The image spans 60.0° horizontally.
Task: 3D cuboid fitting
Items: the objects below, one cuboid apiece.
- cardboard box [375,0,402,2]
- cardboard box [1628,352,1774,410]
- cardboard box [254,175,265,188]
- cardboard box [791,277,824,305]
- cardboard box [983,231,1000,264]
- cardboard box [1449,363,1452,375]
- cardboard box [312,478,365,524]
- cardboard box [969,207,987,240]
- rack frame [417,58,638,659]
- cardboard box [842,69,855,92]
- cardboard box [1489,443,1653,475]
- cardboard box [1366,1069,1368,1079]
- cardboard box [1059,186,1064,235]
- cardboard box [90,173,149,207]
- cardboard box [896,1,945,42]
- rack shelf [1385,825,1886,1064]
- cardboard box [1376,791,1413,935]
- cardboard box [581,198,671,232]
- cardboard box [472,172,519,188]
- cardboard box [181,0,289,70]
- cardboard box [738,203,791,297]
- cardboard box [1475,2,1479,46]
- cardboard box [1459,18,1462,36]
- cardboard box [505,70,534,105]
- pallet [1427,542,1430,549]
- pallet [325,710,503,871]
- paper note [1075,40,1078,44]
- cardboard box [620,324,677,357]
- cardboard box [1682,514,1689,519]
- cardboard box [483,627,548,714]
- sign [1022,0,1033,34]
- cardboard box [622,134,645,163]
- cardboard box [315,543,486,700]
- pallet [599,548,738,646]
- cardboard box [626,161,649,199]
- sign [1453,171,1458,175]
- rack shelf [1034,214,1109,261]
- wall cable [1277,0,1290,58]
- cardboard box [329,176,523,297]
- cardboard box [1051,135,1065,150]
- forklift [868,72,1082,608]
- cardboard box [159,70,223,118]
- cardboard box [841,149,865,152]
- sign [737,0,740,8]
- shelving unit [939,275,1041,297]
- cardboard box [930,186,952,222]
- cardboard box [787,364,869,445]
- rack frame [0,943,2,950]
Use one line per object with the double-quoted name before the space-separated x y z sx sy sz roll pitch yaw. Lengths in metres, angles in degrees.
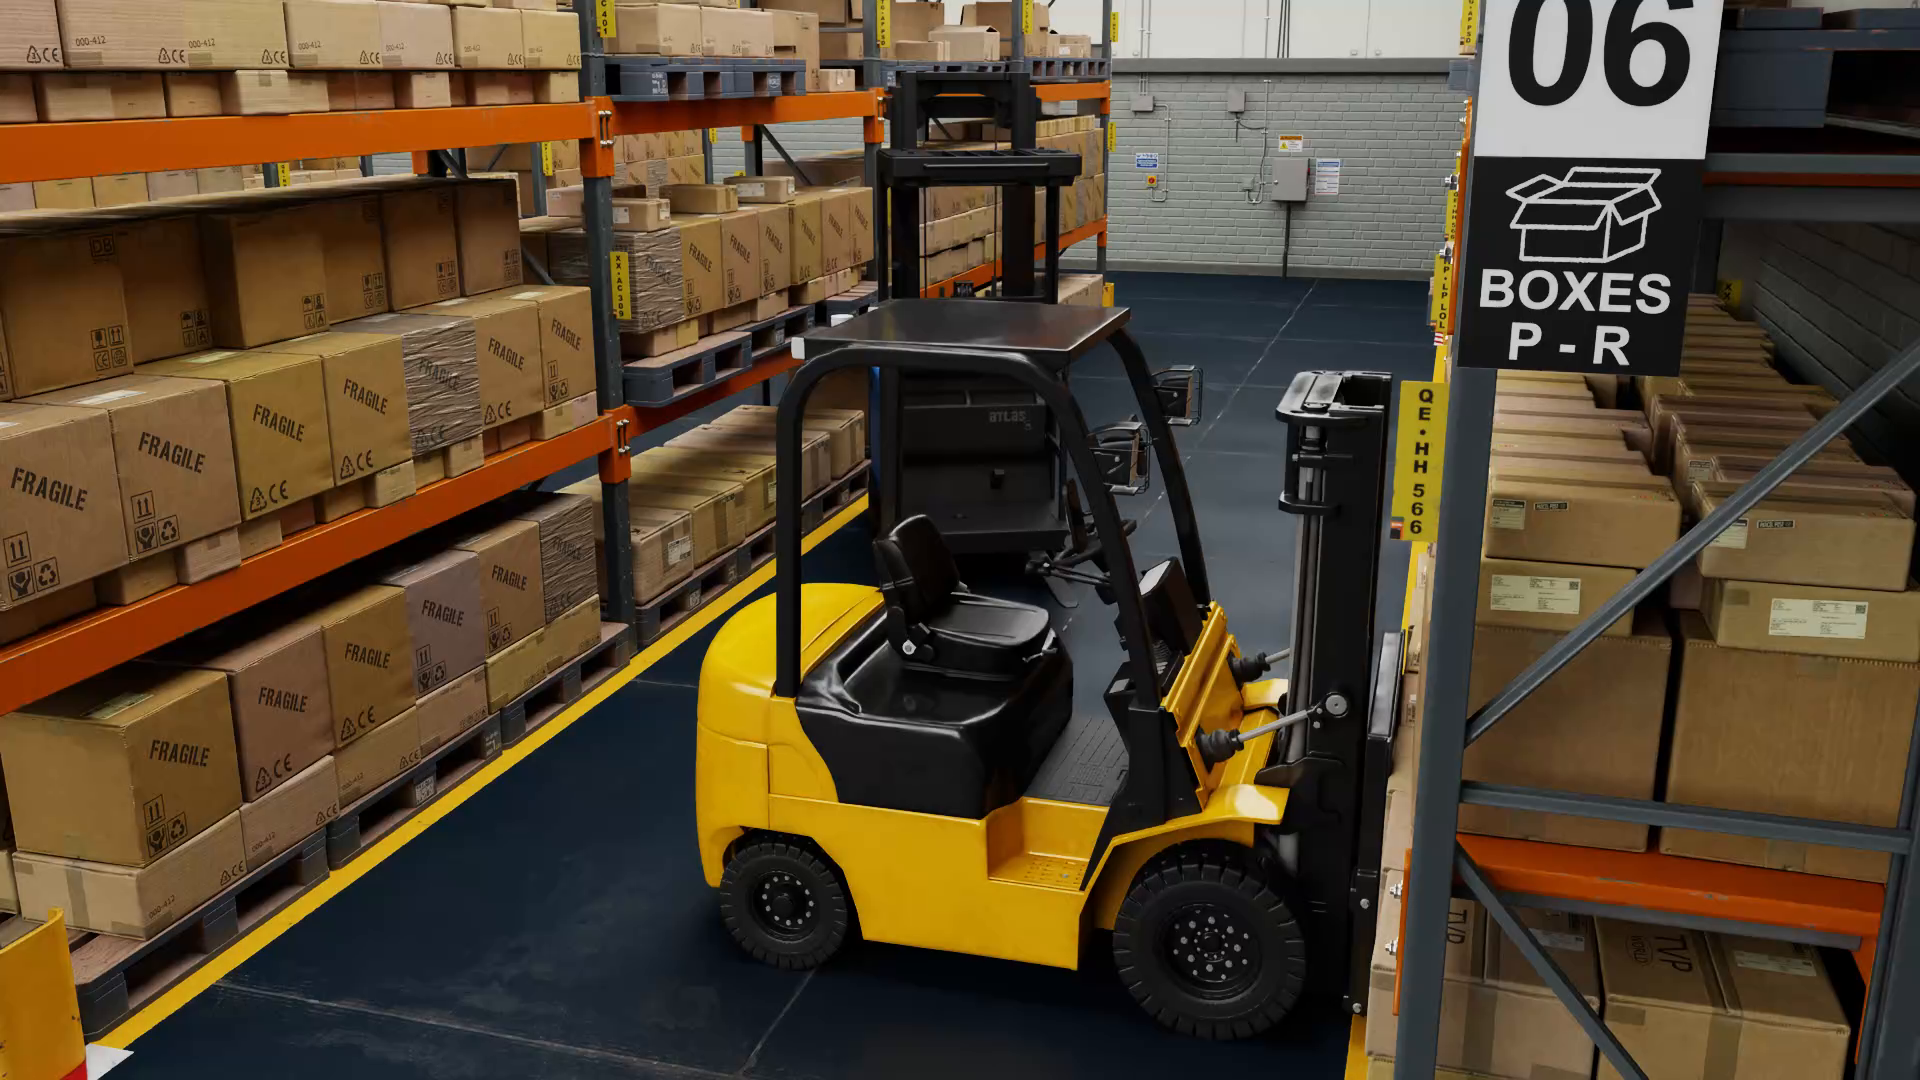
"cardboard box" -2.371 -2.130 6.342 0.380 0.149 0.250 5 17 17
"cardboard box" 2.276 -0.484 5.122 0.380 0.149 0.250 5 17 17
"cardboard box" -8.594 -4.297 20.213 0.500 0.250 0.500 5 16 16
"cardboard box" -1.096 -1.608 10.694 0.380 0.149 0.250 5 17 17
"cardboard box" 0.056 -2.619 14.841 0.500 0.250 0.500 4 16 15
"cardboard box" 1.895 -0.516 5.779 0.380 0.149 0.250 4 16 15
"cardboard box" -2.538 -0.178 6.419 0.380 0.149 0.250 4 16 14
"cardboard box" -0.081 -2.728 14.309 0.500 0.250 0.500 5 17 17
"rack frame" -2.186 -0.868 8.393 1.000 3.000 0.127 5 16 16
"cardboard box" -0.937 -3.138 11.360 0.380 0.149 0.250 5 16 16
"cardboard box" 1.377 -0.118 3.831 0.380 0.149 0.250 5 16 16
"cardboard box" 1.268 1.536 4.188 0.500 0.250 0.500 5 17 16
"cardboard box" 0.766 -3.373 17.040 0.500 0.500 0.500 5 17 16
"cardboard box" -6.247 -2.418 11.841 0.700 0.500 0.500 4 16 15
"cardboard box" -0.441 -4.446 14.559 0.500 0.500 0.500 4 16 15
"rack shelf" 2.006 0.385 5.293 1.077 0.370 4.000 5 16 16
"cardboard box" 1.409 0.923 4.514 0.500 0.250 0.500 5 17 17
"cardboard box" -1.713 -1.669 8.530 0.380 0.149 0.250 5 16 16
"cardboard box" -4.614 -3.566 16.505 0.380 0.149 0.250 5 17 18
"cardboard box" -2.649 -1.715 5.611 0.500 0.250 0.500 5 17 18
"cardboard box" -1.347 -1.756 10.027 0.500 0.500 0.500 4 16 14
"cardboard box" 2.764 -2.544 8.014 0.500 0.311 0.500 4 16 14
"cardboard box" 4.342 -4.249 13.777 0.380 0.149 0.250 5 17 17
"cardboard box" -2.139 -2.025 7.435 0.380 0.149 0.250 5 17 17
"pallet" 3.440 0.023 10.361 1.003 0.211 1.213 5 16 16
"pallet" -2.688 0.972 7.016 1.003 0.211 1.213 5 16 16
"paper note" 1.185 -5.060 16.898 0.006 0.032 0.123 5 16 16
"cardboard box" -1.726 -1.069 8.794 0.380 0.149 0.250 5 17 17
"cardboard box" 1.870 -0.002 3.967 0.380 0.149 0.250 4 16 15
"cardboard box" -2.238 0.568 7.599 0.500 0.250 0.500 4 16 14
"sign" 0.611 -4.765 15.110 0.100 0.325 0.005 5 16 16
"cardboard box" -3.872 -4.490 18.603 0.500 0.500 0.500 4 16 14
"cardboard box" -2.383 0.334 7.049 0.500 0.500 0.500 6 17 19
"pallet" -1.966 0.269 9.492 1.003 0.211 1.213 5 16 16
"cardboard box" -3.869 -4.021 18.782 0.500 0.500 0.500 5 17 19
"sign" 4.325 -3.034 14.442 0.100 0.325 0.005 5 16 16
"rack shelf" 0.656 -3.138 17.715 1.077 0.370 4.000 5 16 16
"wall cable" 5.951 -8.137 22.957 2.988 3.039 0.133 5 16 16
"cardboard box" -2.519 -1.442 7.856 0.700 0.500 0.500 4 16 15
"cardboard box" 0.761 -3.861 16.929 0.500 0.500 0.500 5 17 17
"forklift" 0.084 -1.240 9.831 1.130 2.935 3.031 -2 16 -7
"cardboard box" -2.702 -1.484 5.529 0.380 0.149 0.250 4 16 14
"cardboard box" -0.717 -2.996 13.878 0.500 0.500 0.500 4 16 15
"sign" -1.579 -3.690 11.752 0.100 0.325 0.005 5 16 16
"shelving unit" 0.218 -1.100 11.957 0.431 1.500 0.755 9 18 29
"cardboard box" -0.381 -2.819 13.254 0.500 0.500 0.500 5 17 17
"cardboard box" -0.773 -1.269 12.930 0.875 0.875 0.875 4 16 15
"rack frame" -3.319 0.179 4.703 0.949 2.616 0.053 5 16 16
